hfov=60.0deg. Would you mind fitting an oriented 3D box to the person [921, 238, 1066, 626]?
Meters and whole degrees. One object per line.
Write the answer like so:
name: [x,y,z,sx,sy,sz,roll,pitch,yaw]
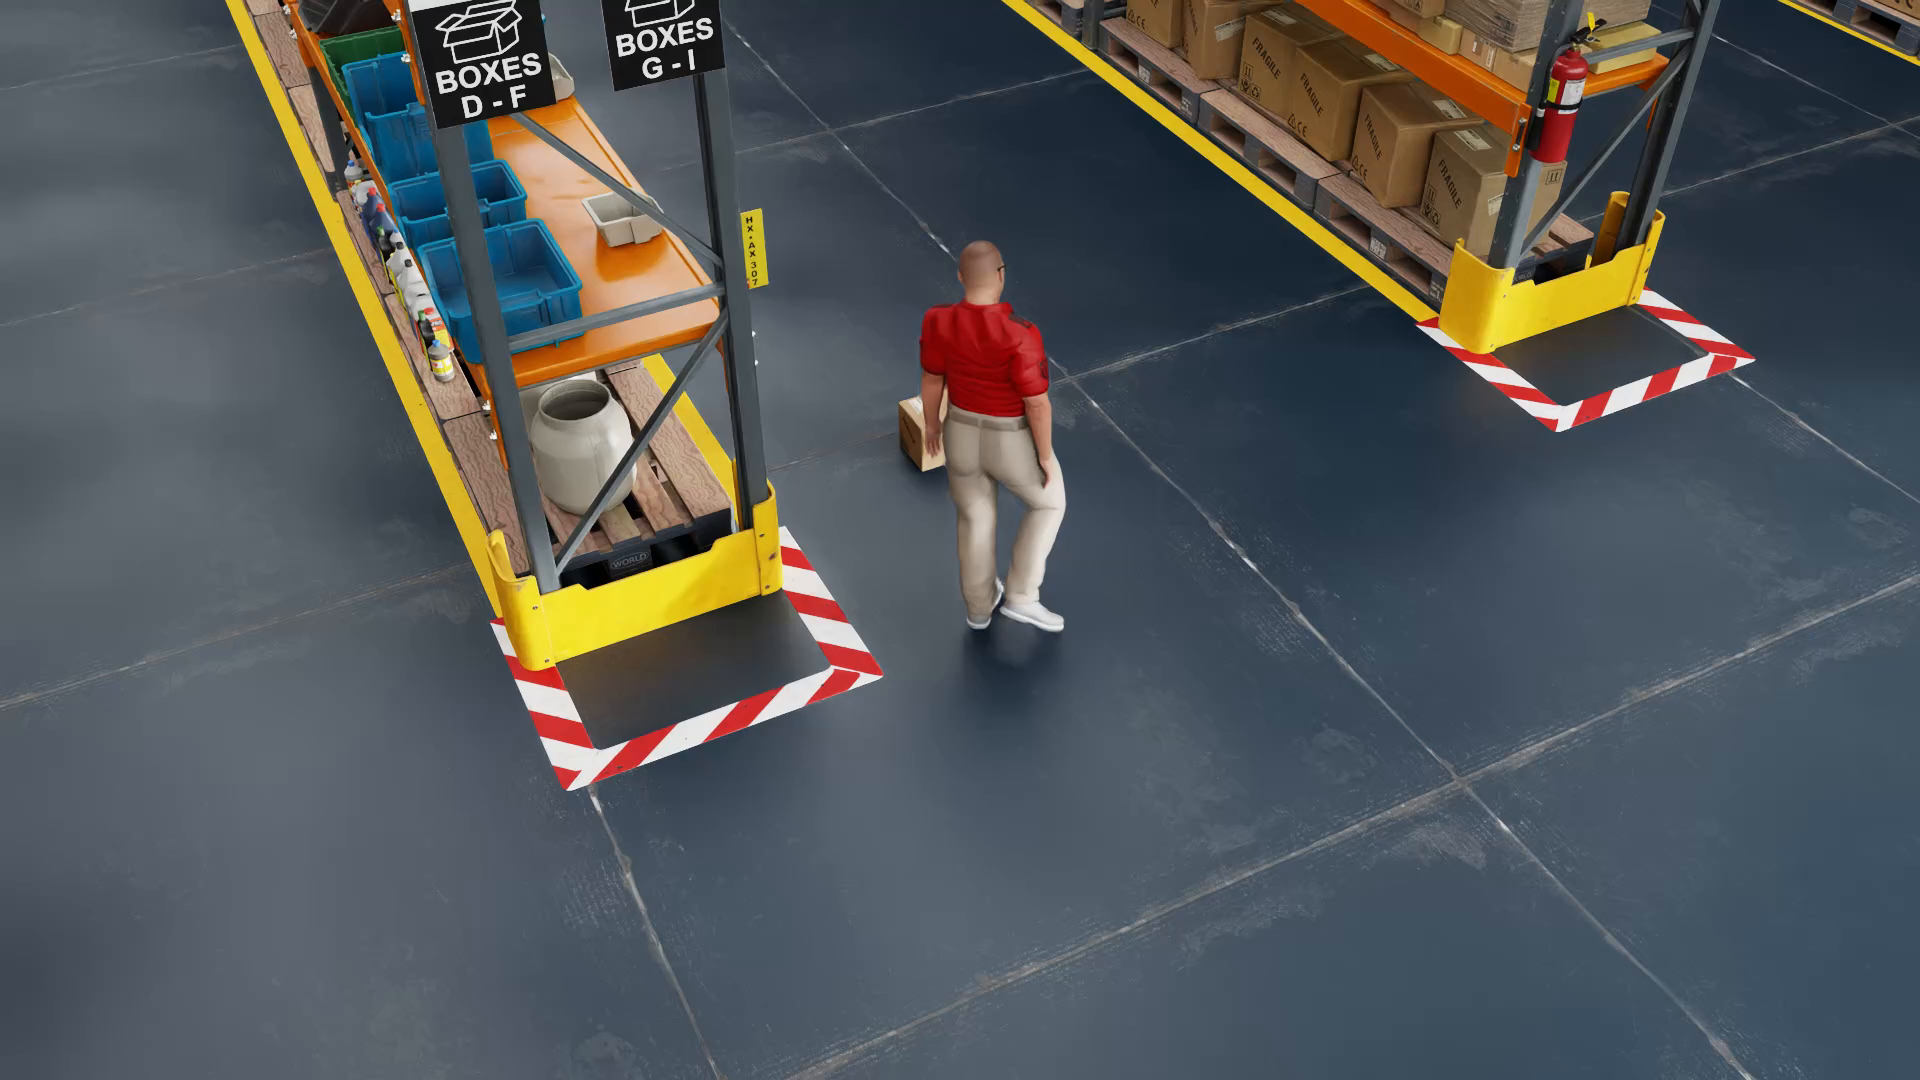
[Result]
person: [0.151,-0.381,6.600,0.658,1.717,0.449,13,43,14]
